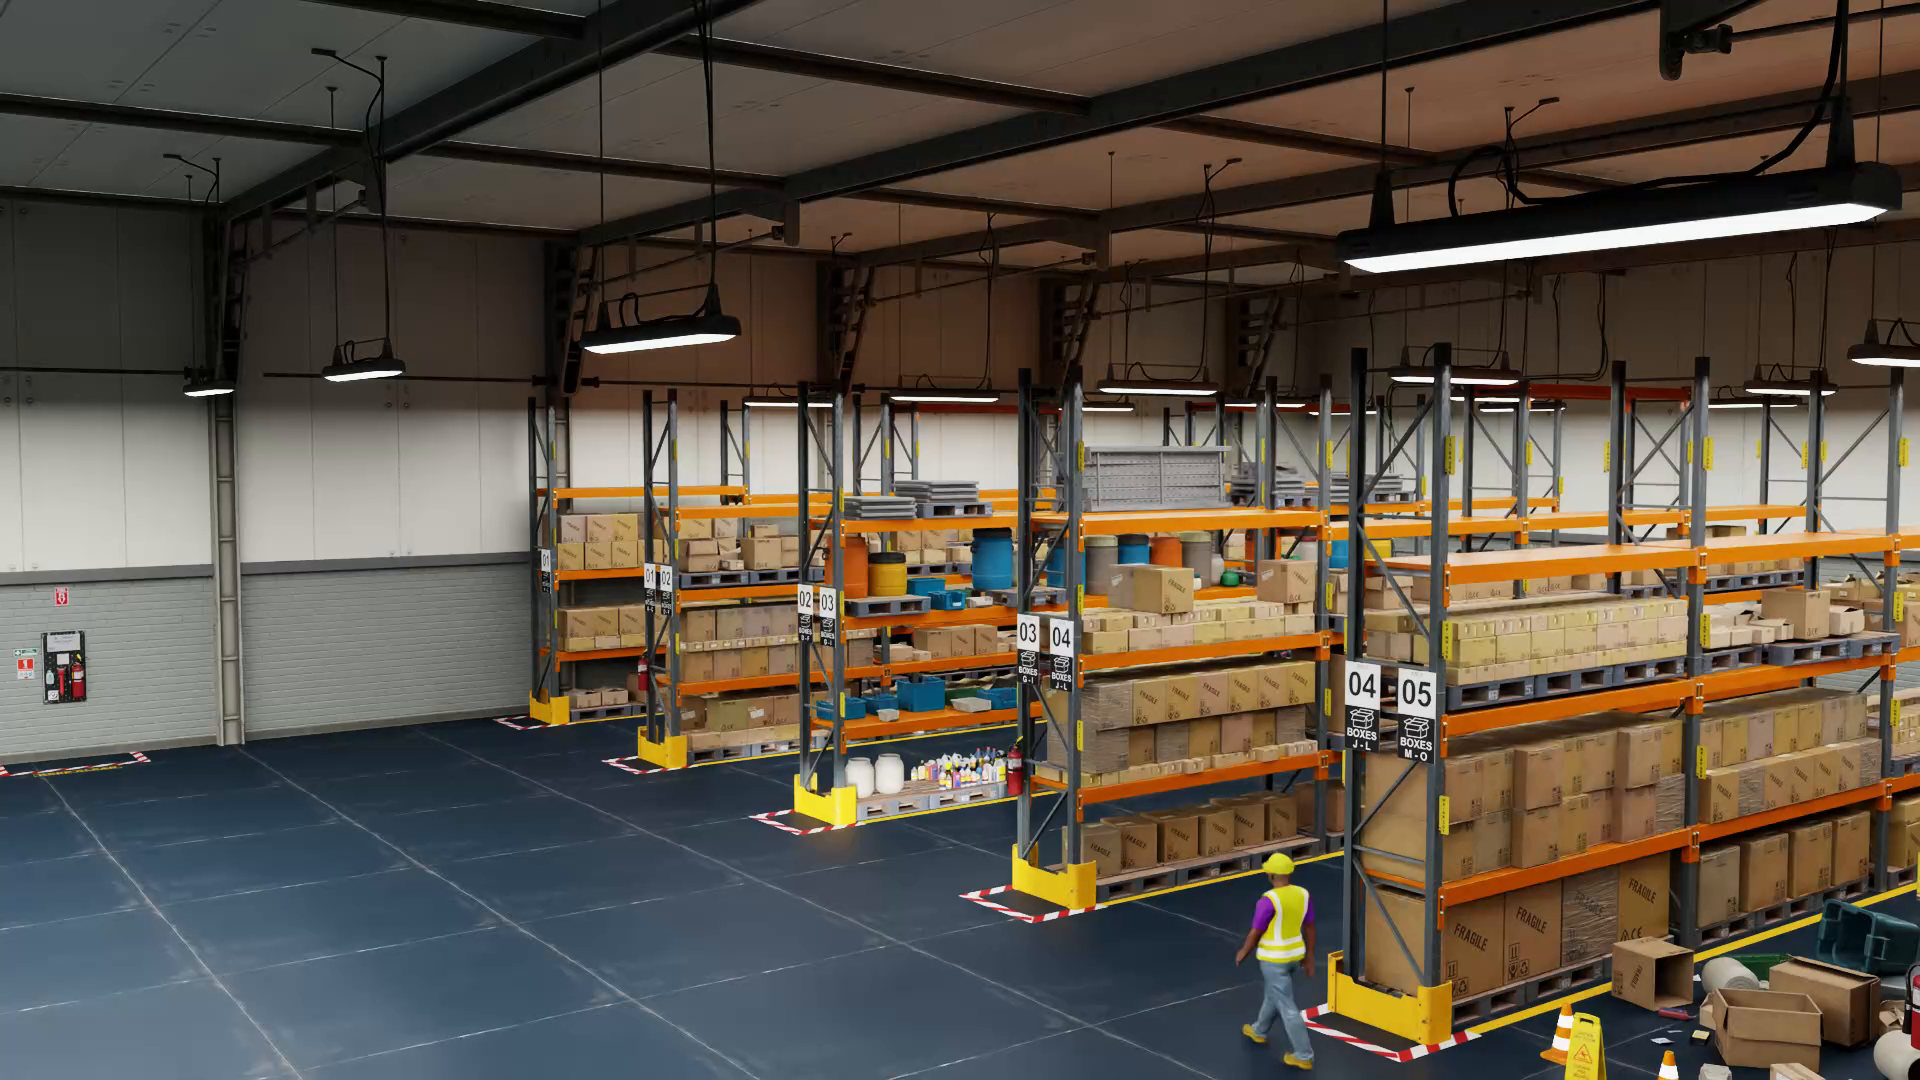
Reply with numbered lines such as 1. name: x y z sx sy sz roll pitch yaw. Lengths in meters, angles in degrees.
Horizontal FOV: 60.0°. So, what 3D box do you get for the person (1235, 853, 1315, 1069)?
1. person: 2.601 3.454 13.898 0.583 1.718 0.961 -3 4 -39
